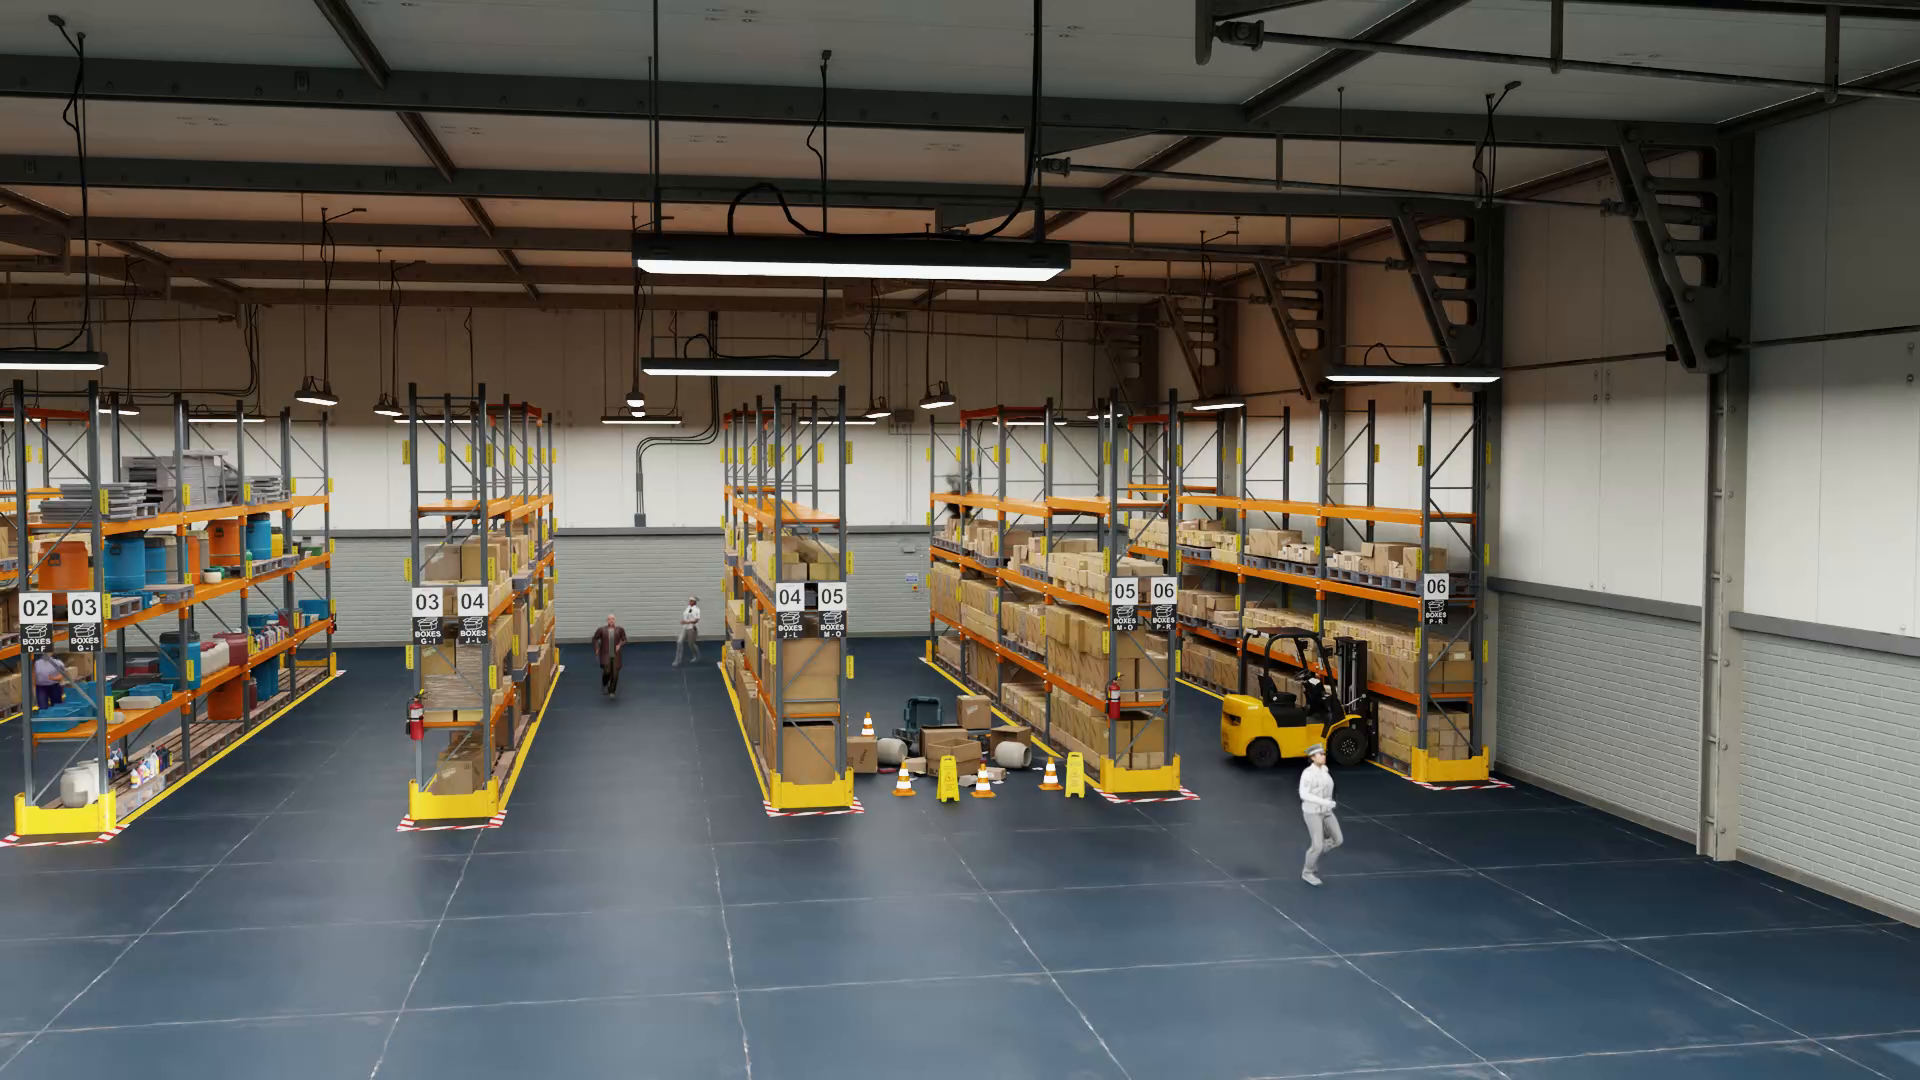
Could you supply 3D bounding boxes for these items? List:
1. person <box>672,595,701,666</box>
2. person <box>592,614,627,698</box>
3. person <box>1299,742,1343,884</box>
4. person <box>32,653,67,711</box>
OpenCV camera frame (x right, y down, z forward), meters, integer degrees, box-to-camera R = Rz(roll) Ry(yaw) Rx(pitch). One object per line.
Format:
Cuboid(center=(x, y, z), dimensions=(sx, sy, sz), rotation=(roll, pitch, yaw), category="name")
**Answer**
Cuboid(center=(-6.447, 2.144, 39.689), dimensions=(0.594, 1.692, 0.860), rotation=(2, 4, 40), category="person")
Cuboid(center=(-7.185, 2.399, 34.217), dimensions=(0.698, 1.739, 0.621), rotation=(-1, 3, -18), category="person")
Cuboid(center=(4.222, 3.186, 19.395), dimensions=(0.668, 1.662, 0.513), rotation=(-3, 4, -43), category="person")
Cuboid(center=(-16.130, 2.684, 29.453), dimensions=(0.610, 1.626, 0.837), rotation=(-1, 3, -17), category="person")
